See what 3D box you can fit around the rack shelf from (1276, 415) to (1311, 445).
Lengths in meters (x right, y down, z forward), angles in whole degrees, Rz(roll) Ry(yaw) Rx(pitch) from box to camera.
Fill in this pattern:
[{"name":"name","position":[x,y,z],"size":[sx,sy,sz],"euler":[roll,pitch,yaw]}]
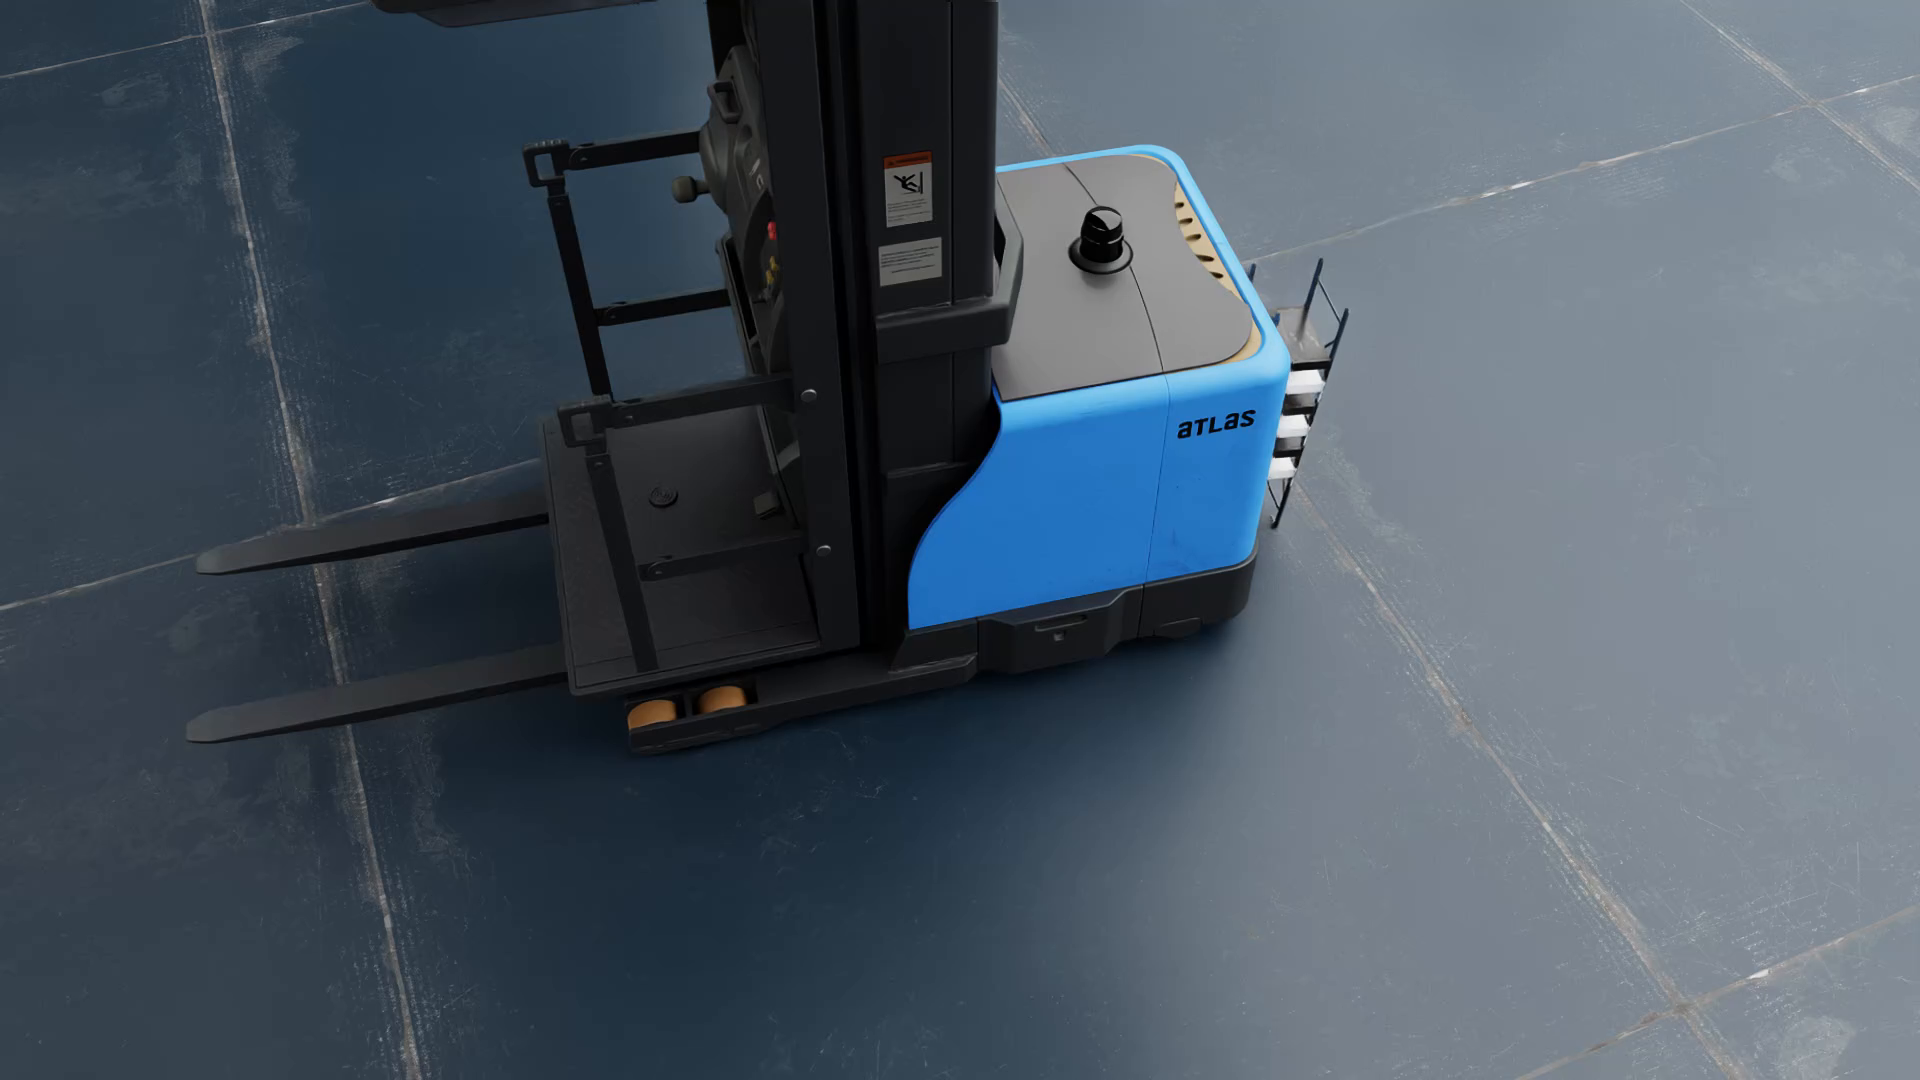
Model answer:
[{"name":"rack shelf","position":[0.918,-0.393,5.029],"size":[0.200,0.077,0.258],"euler":[-5,49,-11]}]

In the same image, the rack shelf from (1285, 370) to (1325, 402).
[{"name":"rack shelf","position":[0.932,-0.512,4.894],"size":[0.200,0.077,0.258],"euler":[-5,49,-11]}]

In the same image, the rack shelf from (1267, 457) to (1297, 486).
[{"name":"rack shelf","position":[0.903,-0.274,5.163],"size":[0.200,0.077,0.258],"euler":[-5,49,-11]}]

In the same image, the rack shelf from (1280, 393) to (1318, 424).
[{"name":"rack shelf","position":[0.925,-0.453,4.961],"size":[0.200,0.077,0.258],"euler":[-5,49,-11]}]

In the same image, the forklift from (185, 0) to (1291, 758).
[{"name":"forklift","position":[-0.706,-0.793,3.999],"size":[3.031,2.935,1.130],"euler":[-11,50,-9]}]

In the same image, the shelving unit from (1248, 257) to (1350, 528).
[{"name":"shelving unit","position":[0.920,-0.415,5.004],"size":[0.210,0.900,0.258],"euler":[-5,49,-11]}]

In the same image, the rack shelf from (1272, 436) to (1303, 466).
[{"name":"rack shelf","position":[0.910,-0.334,5.096],"size":[0.200,0.077,0.258],"euler":[-5,49,-11]}]

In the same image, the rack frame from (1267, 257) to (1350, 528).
[{"name":"rack frame","position":[1.020,-0.424,5.023],"size":[0.006,0.900,0.240],"euler":[-5,49,-11]}]

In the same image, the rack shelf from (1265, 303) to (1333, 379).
[{"name":"rack shelf","position":[0.939,-0.572,4.827],"size":[0.200,0.077,0.258],"euler":[-5,49,-11]}]

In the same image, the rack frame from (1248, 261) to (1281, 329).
[{"name":"rack frame","position":[0.821,-0.406,4.985],"size":[0.006,0.900,0.240],"euler":[-5,49,-11]}]
